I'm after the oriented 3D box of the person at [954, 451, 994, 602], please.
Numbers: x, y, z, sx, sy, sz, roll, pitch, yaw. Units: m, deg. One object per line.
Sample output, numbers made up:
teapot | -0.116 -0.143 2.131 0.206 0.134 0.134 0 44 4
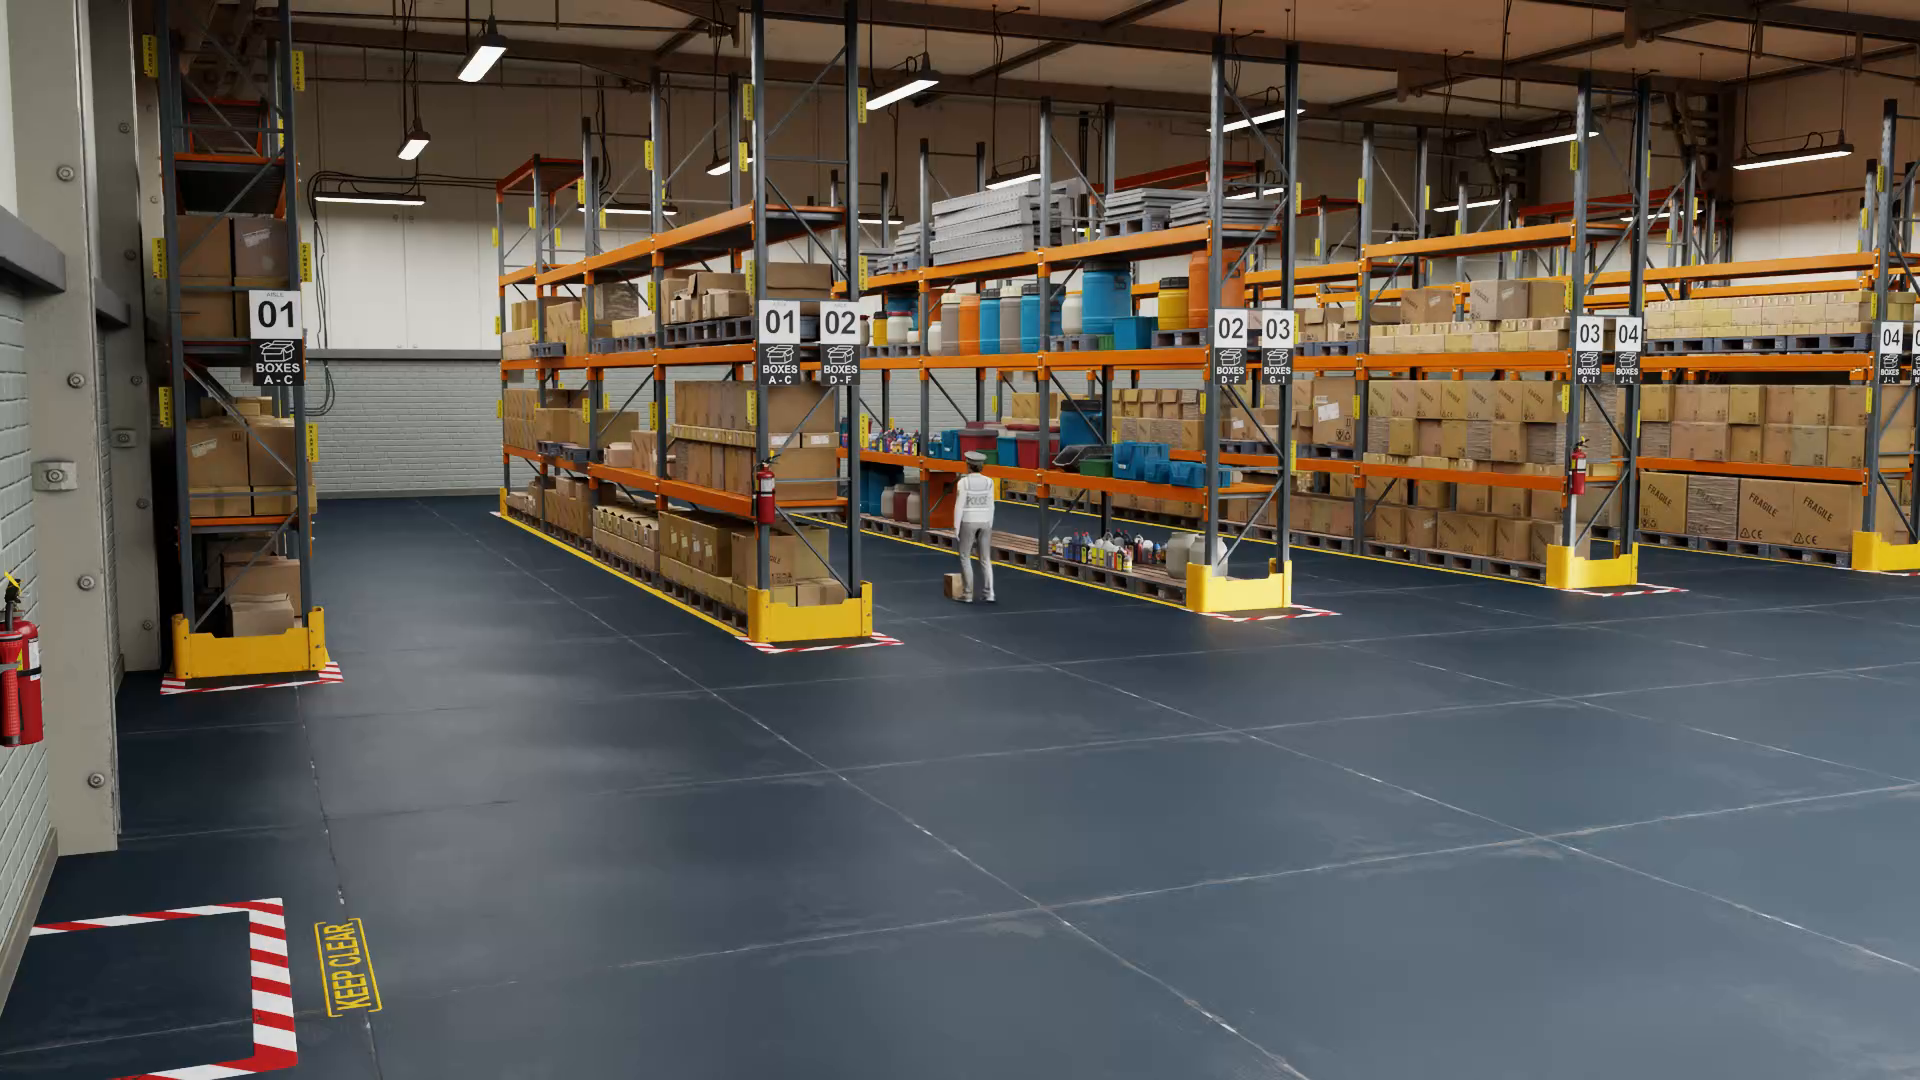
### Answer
person | 0.148 -0.137 18.451 0.465 1.701 0.343 -2 6 -22
